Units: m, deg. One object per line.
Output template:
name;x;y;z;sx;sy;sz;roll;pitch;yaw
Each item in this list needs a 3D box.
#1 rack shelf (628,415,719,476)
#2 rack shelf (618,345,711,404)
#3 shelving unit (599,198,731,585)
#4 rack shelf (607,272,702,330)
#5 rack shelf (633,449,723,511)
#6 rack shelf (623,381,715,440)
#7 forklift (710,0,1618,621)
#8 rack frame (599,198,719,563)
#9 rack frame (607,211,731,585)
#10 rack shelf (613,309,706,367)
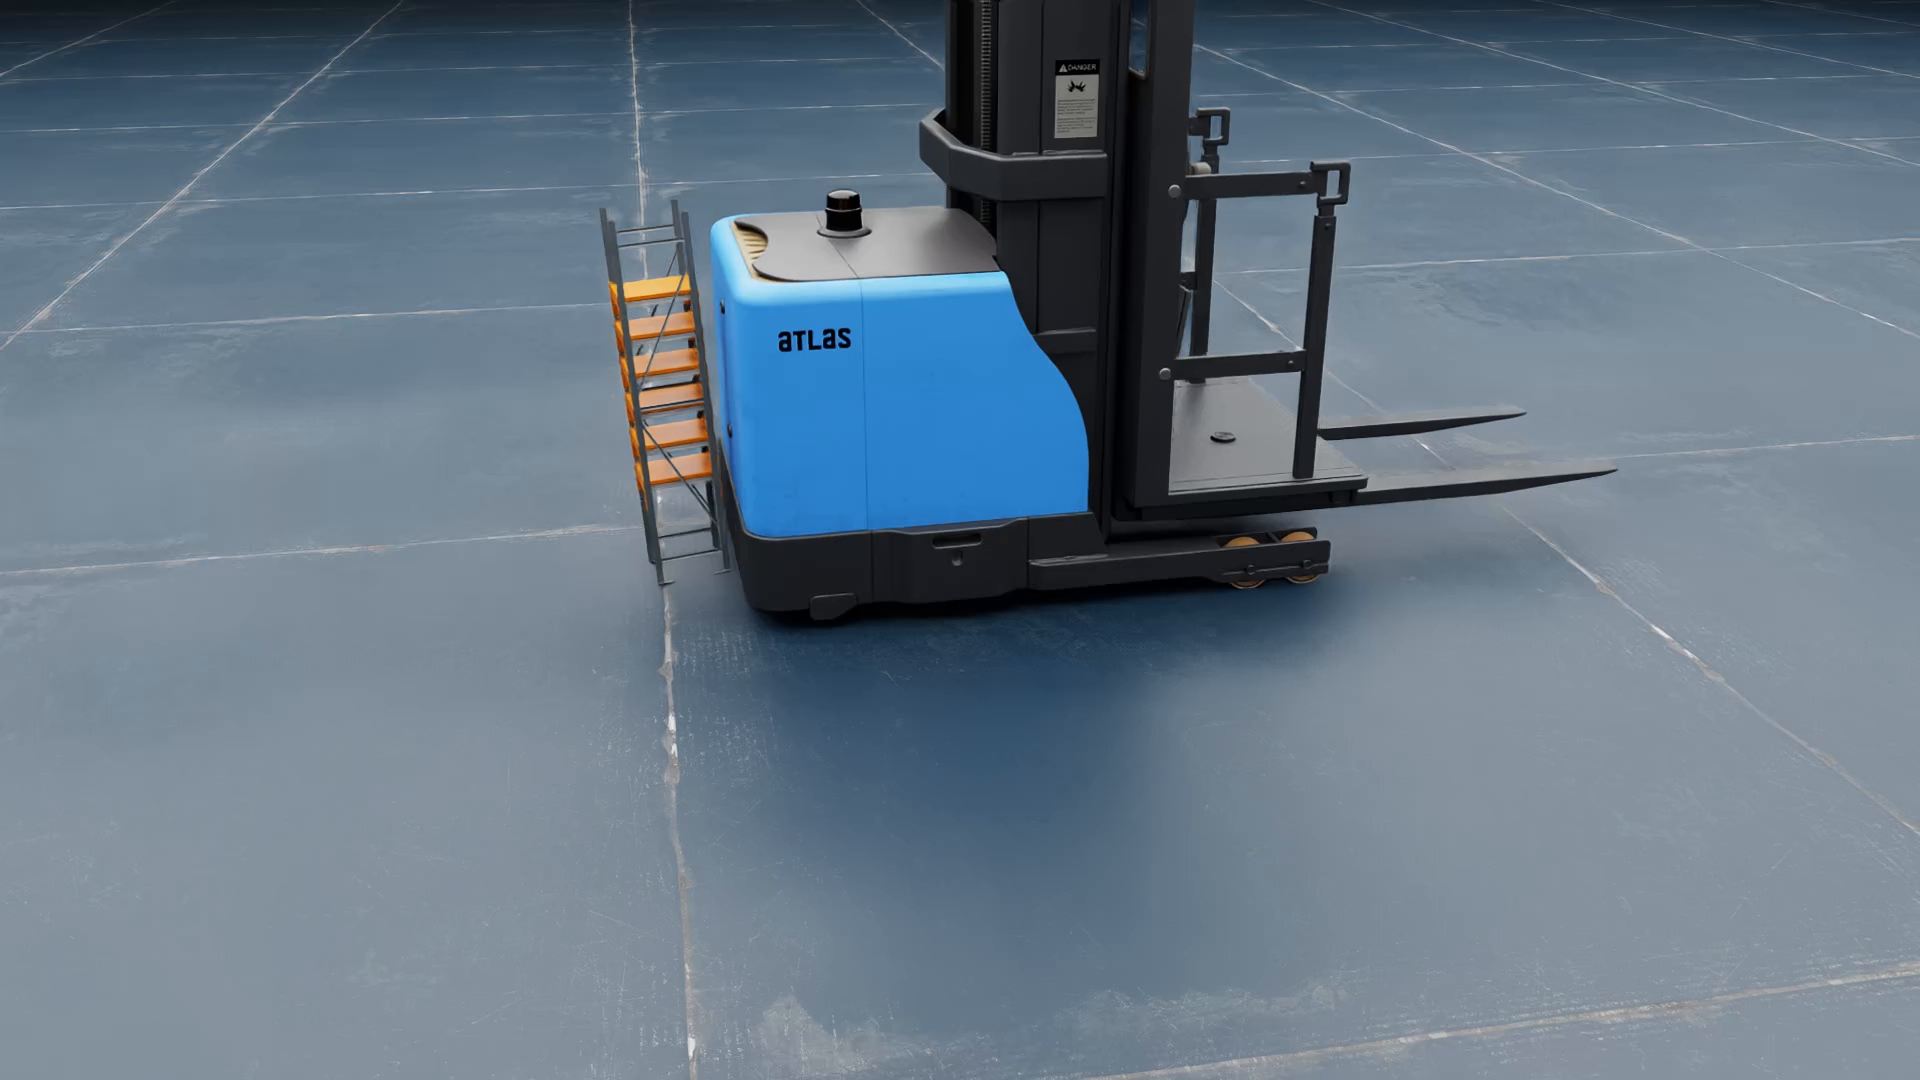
rack shelf;-0.920;-0.305;5.342;0.258;0.103;0.180;-11;26;-16
rack shelf;-0.932;-0.523;5.242;0.258;0.103;0.180;-11;26;-16
shelving unit;-0.928;-0.454;5.274;0.258;1.200;0.189;-11;26;-16
rack shelf;-0.944;-0.741;5.142;0.258;0.103;0.180;-11;26;-16
rack shelf;-0.914;-0.196;5.392;0.258;0.103;0.180;-11;26;-16
rack shelf;-0.926;-0.414;5.292;0.258;0.103;0.180;-11;26;-16
forklift;0.730;-1.385;5.259;3.031;2.935;1.130;-5;24;-11
rack frame;-0.958;-0.489;5.353;0.240;1.200;0.006;-11;26;-16
rack frame;-0.899;-0.419;5.194;0.240;1.200;0.006;-11;26;-16
rack shelf;-0.938;-0.632;5.192;0.258;0.103;0.180;-11;26;-16
